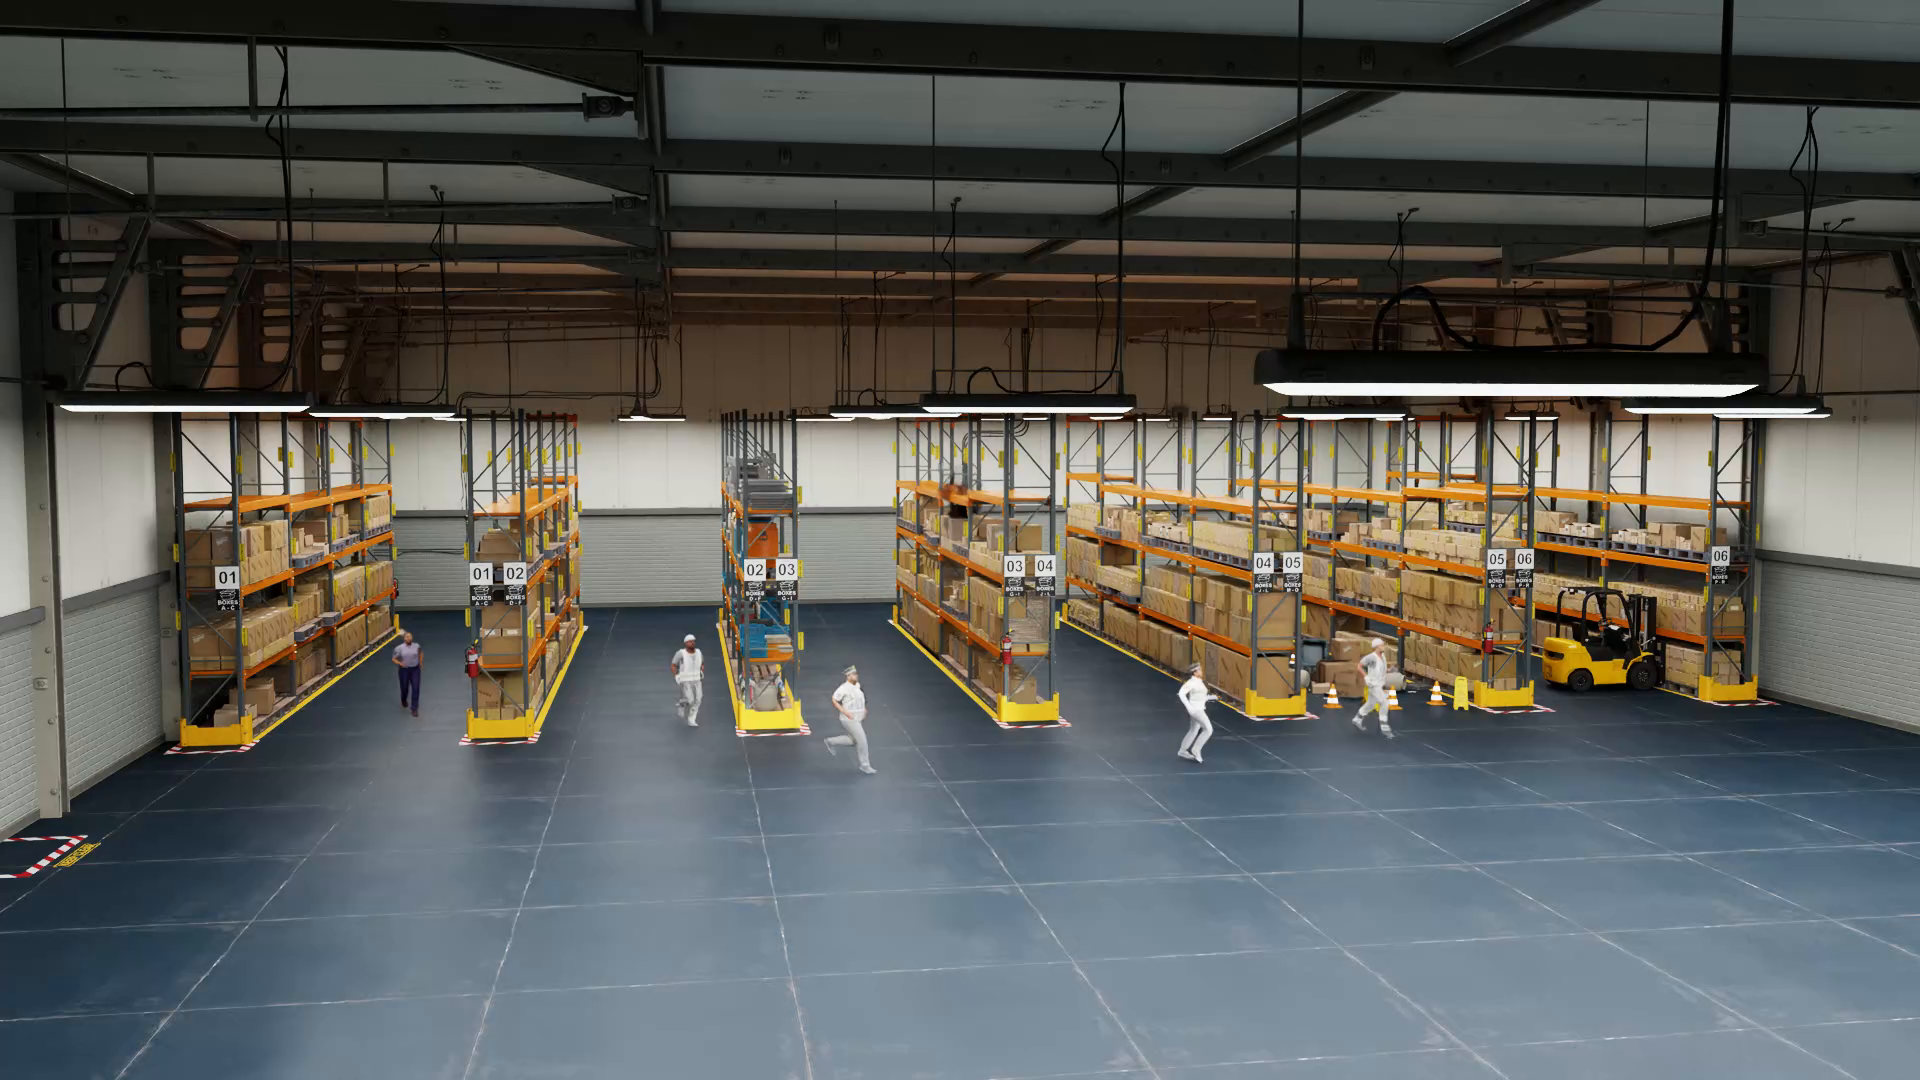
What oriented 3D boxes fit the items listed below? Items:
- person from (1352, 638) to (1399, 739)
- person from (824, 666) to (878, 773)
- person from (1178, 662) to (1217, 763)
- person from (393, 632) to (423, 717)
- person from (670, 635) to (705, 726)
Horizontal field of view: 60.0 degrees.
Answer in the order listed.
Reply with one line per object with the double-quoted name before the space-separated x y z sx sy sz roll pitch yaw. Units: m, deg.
"person" 7.572 2.702 30.474 0.905 1.826 0.678 3 5 35
"person" -1.806 2.953 27.509 0.997 1.779 0.643 1 4 19
"person" 4.025 2.913 28.186 0.685 1.706 0.579 1 4 18
"person" -10.862 2.628 32.783 0.610 1.638 0.896 -2 4 -27
"person" -5.136 2.658 31.582 0.679 1.724 0.583 -3 5 -36
